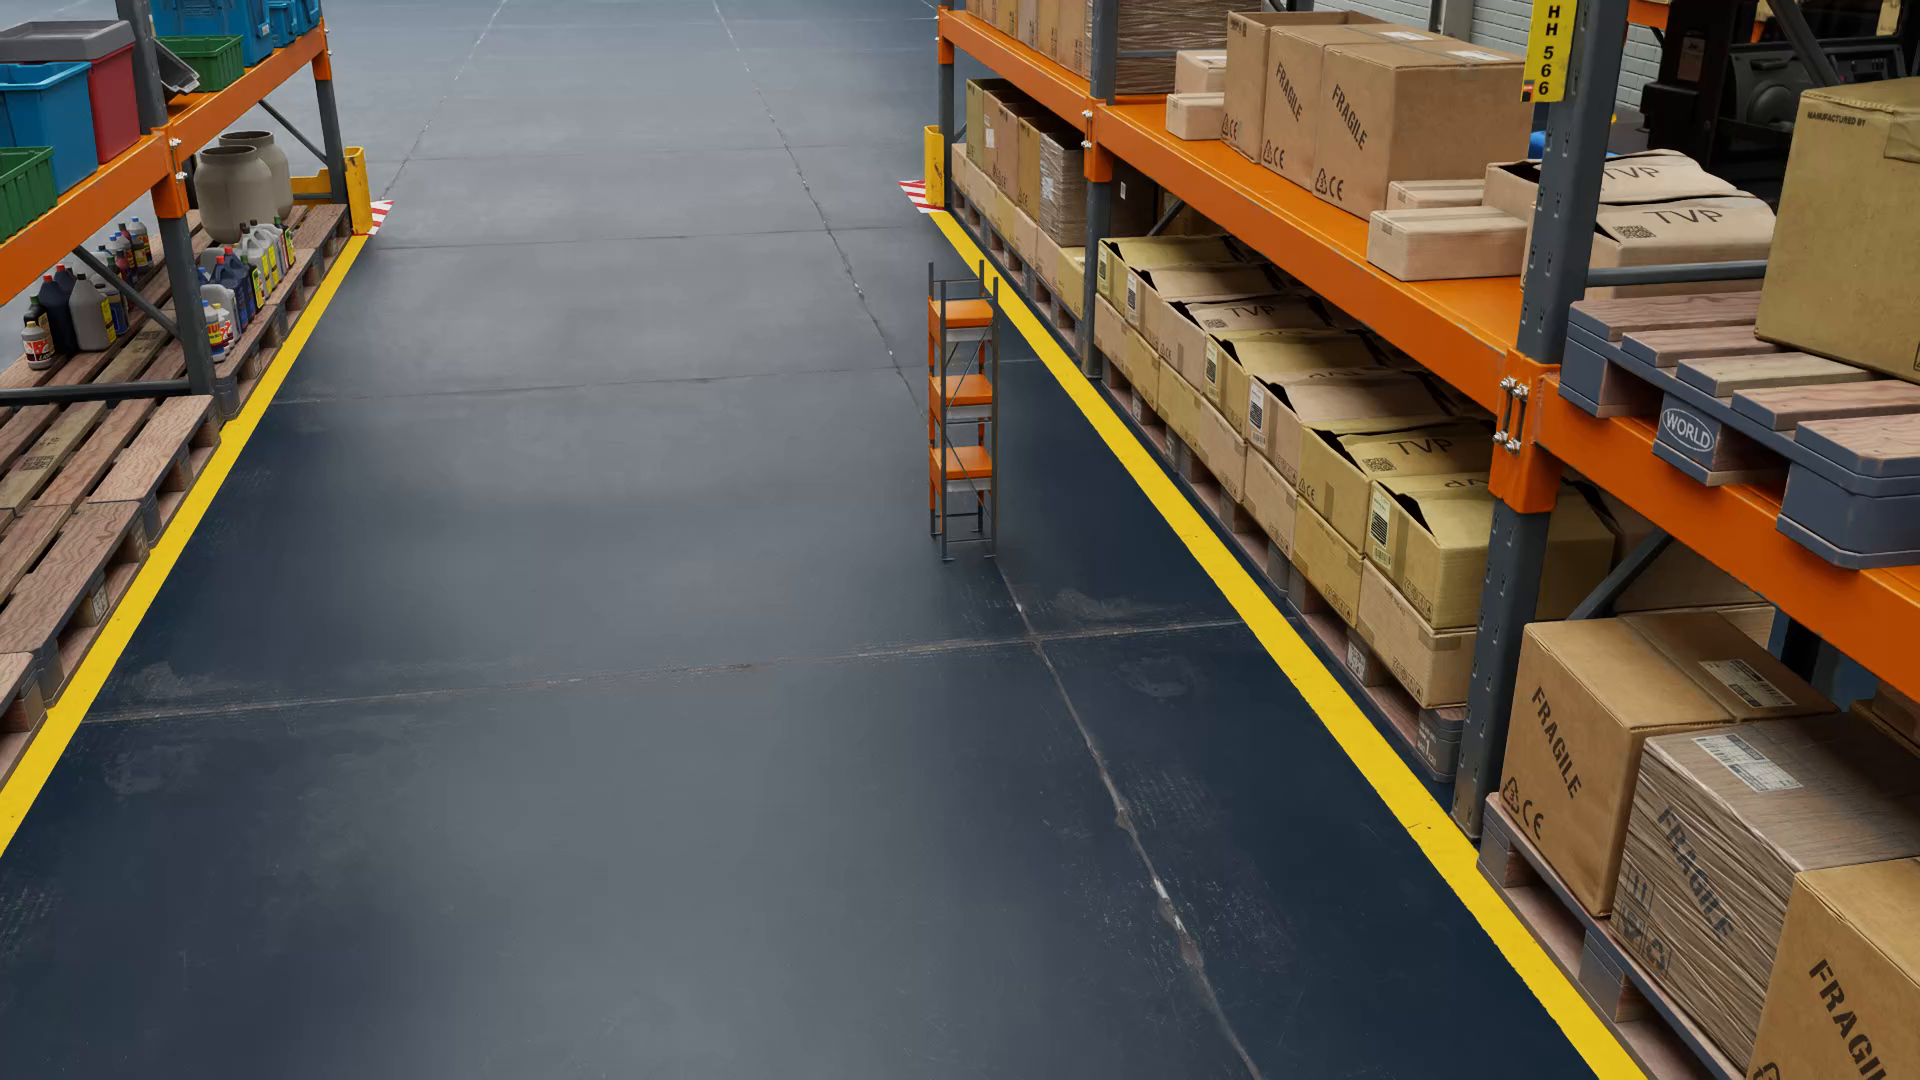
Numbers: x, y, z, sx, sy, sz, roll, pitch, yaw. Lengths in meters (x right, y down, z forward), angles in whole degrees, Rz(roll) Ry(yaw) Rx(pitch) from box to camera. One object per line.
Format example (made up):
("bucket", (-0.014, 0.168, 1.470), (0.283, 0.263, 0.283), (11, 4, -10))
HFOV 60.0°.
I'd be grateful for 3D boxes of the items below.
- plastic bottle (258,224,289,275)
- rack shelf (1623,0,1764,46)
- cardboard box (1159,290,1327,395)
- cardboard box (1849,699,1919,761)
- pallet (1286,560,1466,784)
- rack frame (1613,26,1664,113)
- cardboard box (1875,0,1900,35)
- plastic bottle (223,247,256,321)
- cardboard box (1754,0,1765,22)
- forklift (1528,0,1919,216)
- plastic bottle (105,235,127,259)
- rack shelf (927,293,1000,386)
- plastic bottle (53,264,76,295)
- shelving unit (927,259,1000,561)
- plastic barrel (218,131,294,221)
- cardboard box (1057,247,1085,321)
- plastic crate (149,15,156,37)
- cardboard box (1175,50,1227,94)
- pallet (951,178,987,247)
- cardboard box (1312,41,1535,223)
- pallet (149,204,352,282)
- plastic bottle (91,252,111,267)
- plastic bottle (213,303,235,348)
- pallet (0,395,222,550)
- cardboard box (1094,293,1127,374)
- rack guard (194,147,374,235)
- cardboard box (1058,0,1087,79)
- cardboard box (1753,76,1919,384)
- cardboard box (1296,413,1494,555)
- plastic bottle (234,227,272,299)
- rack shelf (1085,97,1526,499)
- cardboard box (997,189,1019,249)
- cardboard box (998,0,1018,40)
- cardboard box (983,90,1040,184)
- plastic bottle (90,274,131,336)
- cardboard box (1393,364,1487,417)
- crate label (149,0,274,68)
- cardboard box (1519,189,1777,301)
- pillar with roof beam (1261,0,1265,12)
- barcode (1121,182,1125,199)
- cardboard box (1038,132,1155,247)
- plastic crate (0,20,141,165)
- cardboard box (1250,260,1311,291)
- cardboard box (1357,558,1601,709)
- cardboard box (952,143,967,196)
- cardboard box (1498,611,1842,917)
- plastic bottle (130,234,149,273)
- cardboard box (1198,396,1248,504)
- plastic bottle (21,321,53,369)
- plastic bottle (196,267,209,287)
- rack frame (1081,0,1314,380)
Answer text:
("plastic bottle", (-3.724, -1.576, 8.964), (0.152, 0.276, 0.135), (-4, 24, -9))
("rack shelf", (5.592, -3.031, 10.340), (1.077, 0.370, 4.000), (-4, 24, -10))
("cardboard box", (1.110, -0.813, 6.574), (0.500, 0.311, 0.500), (-5, 24, -11))
("cardboard box", (2.238, 0.662, 3.560), (0.500, 0.500, 0.500), (-3, 24, -8))
("pallet", (1.720, 0.319, 5.256), (1.003, 0.211, 1.213), (-4, 24, -10))
("rack frame", (5.222, -4.147, 11.998), (1.000, 3.000, 0.127), (-4, 24, -10))
("cardboard box", (5.493, -2.875, 9.246), (0.500, 0.250, 0.500), (-4, 24, -10))
("plastic bottle", (-3.550, -1.251, 8.126), (0.144, 0.351, 0.185), (-5, 24, -12))
("cardboard box", (5.199, -3.468, 10.605), (0.500, 0.250, 0.500), (-5, 24, -11))
("forklift", (3.721, -1.874, 6.880), (1.130, 2.935, 3.031), (-8, 25, -19))
("plastic bottle", (-4.403, -1.455, 8.692), (0.097, 0.271, 0.097), (0, 24, 0))
("rack shelf", (0.010, -0.710, 5.882), (0.215, 0.259, 0.240), (-4, 24, -10))
("plastic bottle", (-4.212, -1.136, 7.862), (0.144, 0.351, 0.185), (-6, 24, -12))
("shelving unit", (0.010, -0.460, 5.992), (0.215, 1.050, 0.252), (-4, 24, -10))
("plastic barrel", (-4.317, -2.213, 10.153), (0.421, 0.512, 0.421), (0, 24, 0))
("cardboard box", (0.794, -1.304, 8.399), (0.500, 0.250, 0.500), (-4, 24, -10))
("plastic crate", (-4.665, -2.917, 9.511), (0.298, 0.136, 0.250), (-4, 24, -10))
("cardboard box", (1.228, -1.946, 7.146), (0.500, 0.250, 0.500), (-3, 24, -6))
("pallet", (0.537, -2.203, 11.031), (1.003, 0.211, 1.213), (-4, 24, -10))
("cardboard box", (1.508, -1.337, 5.438), (0.500, 0.500, 0.500), (-6, 24, -13))
("pallet", (-4.309, -1.790, 10.084), (1.003, 0.211, 1.213), (-4, 24, -10))
("plastic bottle", (-4.298, -1.293, 8.315), (0.152, 0.276, 0.135), (-4, 24, -9))
("plastic bottle", (-3.440, -0.997, 7.733), (0.097, 0.201, 0.097), (0, 24, 0))
("pallet", (-3.591, -0.257, 6.574), (1.003, 0.211, 1.213), (-4, 24, -10))
("cardboard box", (0.926, -0.961, 7.613), (0.500, 0.250, 0.500), (-5, 24, -11))
("rack guard", (-4.453, -2.242, 10.759), (1.175, 0.500, 0.348), (-4, 24, -10))
("cardboard box", (0.902, -2.632, 8.405), (0.700, 0.500, 0.500), (-5, 24, -10))
("cardboard box", (2.061, -0.631, 3.298), (0.700, 0.500, 0.500), (-13, 27, -27))
("cardboard box", (1.393, -0.213, 5.201), (0.500, 0.311, 0.500), (-5, 24, -11))
("plastic bottle", (-3.629, -1.418, 8.509), (0.144, 0.351, 0.185), (-4, 24, -10))
("rack shelf", (1.464, -1.089, 5.895), (1.077, 0.370, 4.000), (-4, 24, -10))
("cardboard box", (0.511, -1.894, 9.749), (0.500, 0.250, 0.500), (-4, 24, -10))
("cardboard box", (0.617, -3.238, 9.792), (0.700, 0.500, 0.500), (-4, 24, -9))
("cardboard box", (0.435, -2.435, 10.052), (0.500, 0.500, 0.500), (-4, 24, -10))
("plastic bottle", (-4.071, -1.122, 7.925), (0.152, 0.276, 0.135), (-4, 24, -10))
("cardboard box", (1.828, -0.456, 5.757), (0.500, 0.311, 0.500), (-5, 24, -11))
("crate label", (-3.908, -2.726, 8.700), (0.502, 0.435, 0.616), (-4, 24, -10))
("cardboard box", (1.810, -0.738, 4.303), (0.500, 0.311, 0.500), (-3, 24, -6))
("pillar with roof beam", (-0.248, -11.086, 20.391), (9.100, 9.000, 0.400), (-4, 24, -10))
("barcode", (0.733, -1.570, 7.472), (0.001, 0.075, 0.075), (-4, 24, -10))
("cardboard box", (0.713, -1.845, 8.701), (0.500, 0.500, 0.500), (-4, 24, -10))
("plastic crate", (-3.384, -1.702, 6.319), (0.402, 0.464, 0.583), (-4, 24, -10))
("cardboard box", (1.554, -1.053, 7.123), (0.500, 0.311, 0.500), (-4, 24, -8))
("cardboard box", (1.497, 0.246, 4.849), (0.500, 0.250, 0.500), (-4, 24, -8))
("cardboard box", (0.235, -2.484, 11.100), (0.500, 0.250, 0.500), (-4, 24, -10))
("cardboard box", (1.637, 0.512, 3.904), (0.500, 0.500, 0.500), (-3, 24, -7))
("plastic bottle", (-4.466, -1.556, 9.012), (0.097, 0.201, 0.097), (0, 24, 0))
("cardboard box", (1.210, -0.356, 6.228), (0.500, 0.250, 0.500), (-4, 24, -9))
("plastic bottle", (-4.147, -0.879, 7.462), (0.097, 0.201, 0.097), (0, 24, 0))
("plastic bottle", (-3.657, -1.166, 7.931), (0.144, 0.351, 0.185), (-4, 24, -10))
("rack frame", (1.094, -2.206, 7.552), (1.000, 3.000, 0.127), (-4, 24, -10))
